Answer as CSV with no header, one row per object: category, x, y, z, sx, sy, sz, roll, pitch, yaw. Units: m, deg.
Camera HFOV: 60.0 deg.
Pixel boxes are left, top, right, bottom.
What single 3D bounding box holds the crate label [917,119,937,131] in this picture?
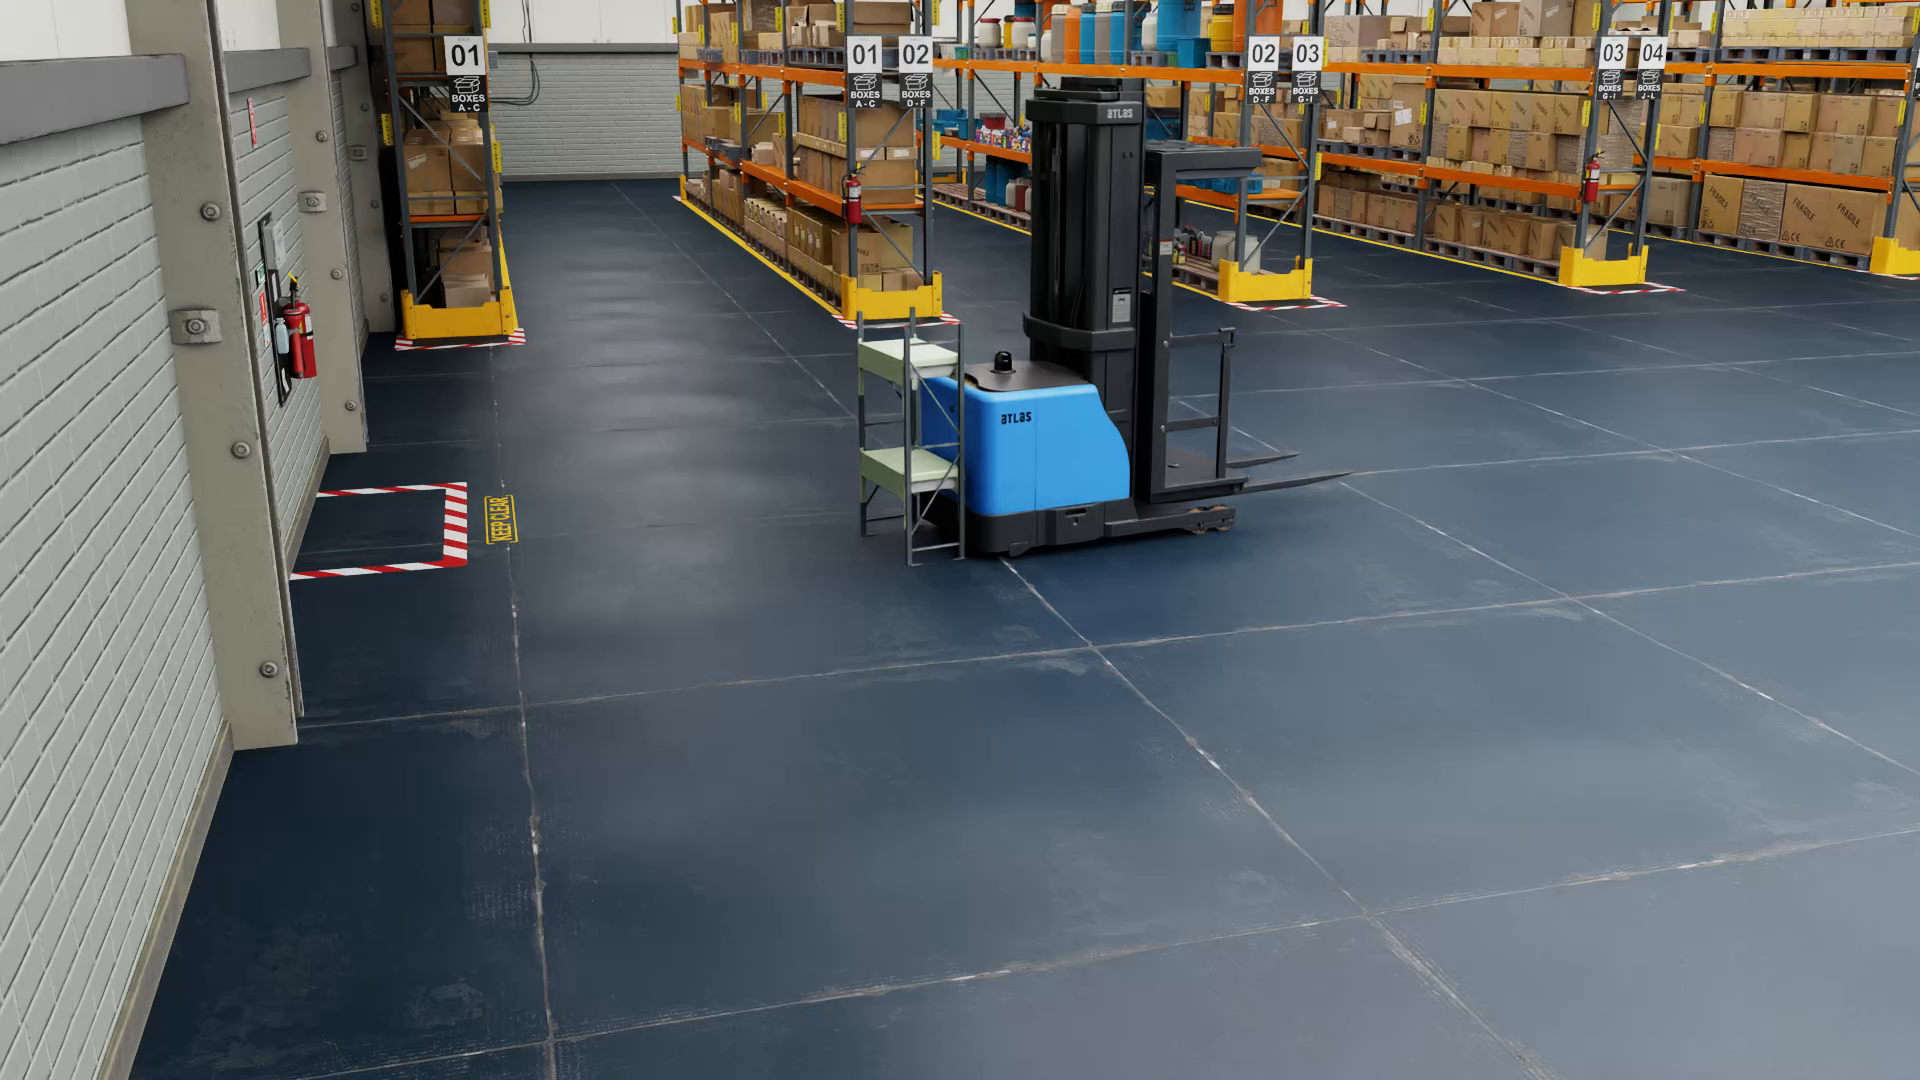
crate label,-0.699,-8.783,35.163,0.416,0.233,0.303,-5,17,-15

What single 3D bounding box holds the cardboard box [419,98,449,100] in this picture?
cardboard box,-8.851,-7.306,28.030,0.500,0.250,0.500,-4,17,-15

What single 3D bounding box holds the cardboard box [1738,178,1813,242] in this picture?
cardboard box,12.763,-5.120,25.746,0.875,0.875,0.875,-5,17,-15

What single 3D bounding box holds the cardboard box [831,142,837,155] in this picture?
cardboard box,-1.389,-4.847,20.572,0.380,0.149,0.250,-4,17,-14

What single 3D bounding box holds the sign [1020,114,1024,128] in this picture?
sign,1.178,-7.998,31.881,0.100,0.325,0.005,-5,17,-15

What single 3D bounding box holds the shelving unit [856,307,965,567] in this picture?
shelving unit,-0.315,-0.670,10.576,0.431,1.500,0.755,-8,18,-25

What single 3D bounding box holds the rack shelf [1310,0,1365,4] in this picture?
rack shelf,7.060,-8.891,26.854,1.077,0.370,4.000,-5,17,-15

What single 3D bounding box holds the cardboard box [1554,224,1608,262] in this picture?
cardboard box,8.553,-4.072,22.910,0.500,0.500,0.500,-1,17,-5

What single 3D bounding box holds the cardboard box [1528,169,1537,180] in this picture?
cardboard box,8.163,-5.114,23.198,0.380,0.149,0.250,-5,17,-15

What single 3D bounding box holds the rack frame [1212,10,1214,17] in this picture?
rack frame,5.411,-11.087,32.219,1.000,3.000,0.127,-5,17,-15

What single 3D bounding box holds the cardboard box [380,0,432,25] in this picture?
cardboard box,-5.949,-5.791,17.856,0.500,0.500,0.500,-4,17,-13

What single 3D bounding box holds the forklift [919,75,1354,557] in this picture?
forklift,1.283,-1.569,11.081,3.031,2.935,1.130,-8,18,-25

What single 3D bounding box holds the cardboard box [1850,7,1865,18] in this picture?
cardboard box,12.876,-7.484,23.584,0.380,0.149,0.250,-4,17,-14

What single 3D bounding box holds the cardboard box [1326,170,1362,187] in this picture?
cardboard box,6.723,-6.297,28.978,0.500,0.250,0.500,-4,17,-13

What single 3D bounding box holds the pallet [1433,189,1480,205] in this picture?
pallet,10.423,-7.027,33.979,1.003,0.211,1.213,-5,17,-15

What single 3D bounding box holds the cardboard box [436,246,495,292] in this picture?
cardboard box,-5.993,-3.296,20.291,0.700,0.500,0.500,-6,18,-19

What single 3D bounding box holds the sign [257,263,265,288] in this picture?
sign,-4.252,-1.610,10.115,0.001,0.109,0.331,-5,17,-15

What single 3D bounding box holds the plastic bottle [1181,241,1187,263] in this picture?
plastic bottle,3.079,-3.966,22.899,0.061,0.283,0.133,-5,17,-15

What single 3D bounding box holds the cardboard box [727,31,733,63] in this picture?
cardboard box,-3.308,-8.069,27.211,0.910,0.500,0.500,-5,17,-15

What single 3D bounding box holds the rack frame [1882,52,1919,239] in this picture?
rack frame,13.505,-5.258,23.244,1.000,3.000,0.127,-5,17,-15

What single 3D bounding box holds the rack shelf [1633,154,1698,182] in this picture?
rack shelf,11.856,-6.574,28.872,1.077,0.370,4.000,-5,17,-15

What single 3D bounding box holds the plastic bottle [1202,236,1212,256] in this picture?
plastic bottle,3.484,-4.172,23.598,0.152,0.276,0.135,-4,17,-14

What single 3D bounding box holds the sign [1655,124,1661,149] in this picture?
sign,9.230,-5.352,22.050,0.100,0.325,0.005,-5,17,-15

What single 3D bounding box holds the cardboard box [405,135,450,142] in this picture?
cardboard box,-6.327,-4.552,19.814,0.500,0.500,0.500,-4,17,-14

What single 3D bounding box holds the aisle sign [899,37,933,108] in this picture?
aisle sign,-0.505,-5.363,19.074,0.394,0.787,0.004,-5,17,-15

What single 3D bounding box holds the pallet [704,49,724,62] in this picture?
pallet,-3.715,-8.305,28.500,1.213,0.211,1.003,-5,17,-15

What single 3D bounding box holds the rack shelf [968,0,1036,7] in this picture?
rack shelf,1.198,-9.606,29.234,1.077,0.370,4.000,-5,17,-15

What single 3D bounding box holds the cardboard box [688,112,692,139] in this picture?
cardboard box,-5.064,-8.161,32.732,0.500,0.500,0.500,-5,17,-15

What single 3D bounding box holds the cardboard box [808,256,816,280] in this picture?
cardboard box,-1.673,-3.535,21.557,0.500,0.250,0.500,-5,17,-15

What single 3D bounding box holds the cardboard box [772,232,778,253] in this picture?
cardboard box,-2.447,-4.335,24.218,0.500,0.250,0.500,-5,17,-16

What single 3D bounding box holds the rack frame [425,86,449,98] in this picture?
rack frame,-9.976,-8.145,32.854,1.000,3.000,0.127,-5,17,-15

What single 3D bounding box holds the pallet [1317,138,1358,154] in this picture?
pallet,6.808,-6.827,28.798,1.213,0.211,1.003,-5,17,-15

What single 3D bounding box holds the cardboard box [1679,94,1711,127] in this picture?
cardboard box,12.264,-7.028,27.225,0.700,0.500,0.500,-5,17,-16

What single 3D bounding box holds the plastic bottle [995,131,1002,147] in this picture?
plastic bottle,0.728,-7.284,30.203,0.152,0.276,0.135,-5,17,-15

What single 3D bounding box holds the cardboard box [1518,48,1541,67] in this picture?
cardboard box,8.059,-6.653,22.932,0.500,0.250,0.500,-4,17,-14

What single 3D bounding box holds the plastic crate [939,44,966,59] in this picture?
plastic crate,-0.138,-9.671,32.925,0.437,0.282,0.530,-5,17,-15

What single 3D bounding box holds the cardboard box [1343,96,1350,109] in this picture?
cardboard box,8.966,-9.728,37.434,0.500,0.500,0.500,-4,17,-13

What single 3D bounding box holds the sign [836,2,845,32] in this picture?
sign,-1.343,-5.896,18.750,0.100,0.325,0.005,-5,17,-15

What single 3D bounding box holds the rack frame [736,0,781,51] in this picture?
rack frame,-3.016,-9.198,25.931,1.000,3.000,0.127,-5,17,-15

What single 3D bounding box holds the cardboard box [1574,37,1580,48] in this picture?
cardboard box,8.374,-6.583,22.008,0.380,0.149,0.250,-5,18,-17

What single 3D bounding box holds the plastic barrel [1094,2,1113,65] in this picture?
plastic barrel,2.319,-7.590,24.921,0.600,0.901,0.600,0,17,0

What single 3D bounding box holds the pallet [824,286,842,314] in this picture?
pallet,-1.068,-2.985,20.522,1.003,0.211,1.213,-5,17,-15

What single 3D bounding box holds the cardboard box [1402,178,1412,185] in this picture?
cardboard box,9.647,-7.642,35.403,0.380,0.149,0.250,-5,18,-17

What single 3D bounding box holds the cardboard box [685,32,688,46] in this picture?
cardboard box,-5.049,-9.703,32.217,0.500,0.250,0.500,-5,17,-15

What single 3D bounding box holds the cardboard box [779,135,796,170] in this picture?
cardboard box,-2.394,-5.764,24.754,0.500,0.500,0.500,-5,17,-15

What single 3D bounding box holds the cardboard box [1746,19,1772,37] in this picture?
cardboard box,12.411,-7.824,25.411,0.500,0.250,0.500,-5,17,-16

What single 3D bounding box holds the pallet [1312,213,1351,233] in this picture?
pallet,6.723,-5.555,29.079,1.003,0.211,1.213,-5,17,-15

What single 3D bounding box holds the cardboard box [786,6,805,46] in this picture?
cardboard box,-2.032,-6.811,22.051,0.500,0.500,0.500,-3,17,-11

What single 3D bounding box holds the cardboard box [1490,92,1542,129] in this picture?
cardboard box,7.912,-6.111,23.654,0.500,0.500,0.500,-5,17,-15

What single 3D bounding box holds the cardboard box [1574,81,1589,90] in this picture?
cardboard box,14.134,-10.053,37.293,0.500,0.500,0.500,-5,17,-15

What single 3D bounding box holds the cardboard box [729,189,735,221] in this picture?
cardboard box,-3.640,-5.722,28.367,0.500,0.500,0.500,-5,18,-17

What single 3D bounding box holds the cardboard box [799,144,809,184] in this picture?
cardboard box,-1.789,-5.144,22.690,0.700,0.500,0.500,-5,17,-17

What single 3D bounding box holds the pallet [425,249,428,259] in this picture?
pallet,-7.233,-4.044,24.047,1.003,0.211,1.213,-5,17,-15
